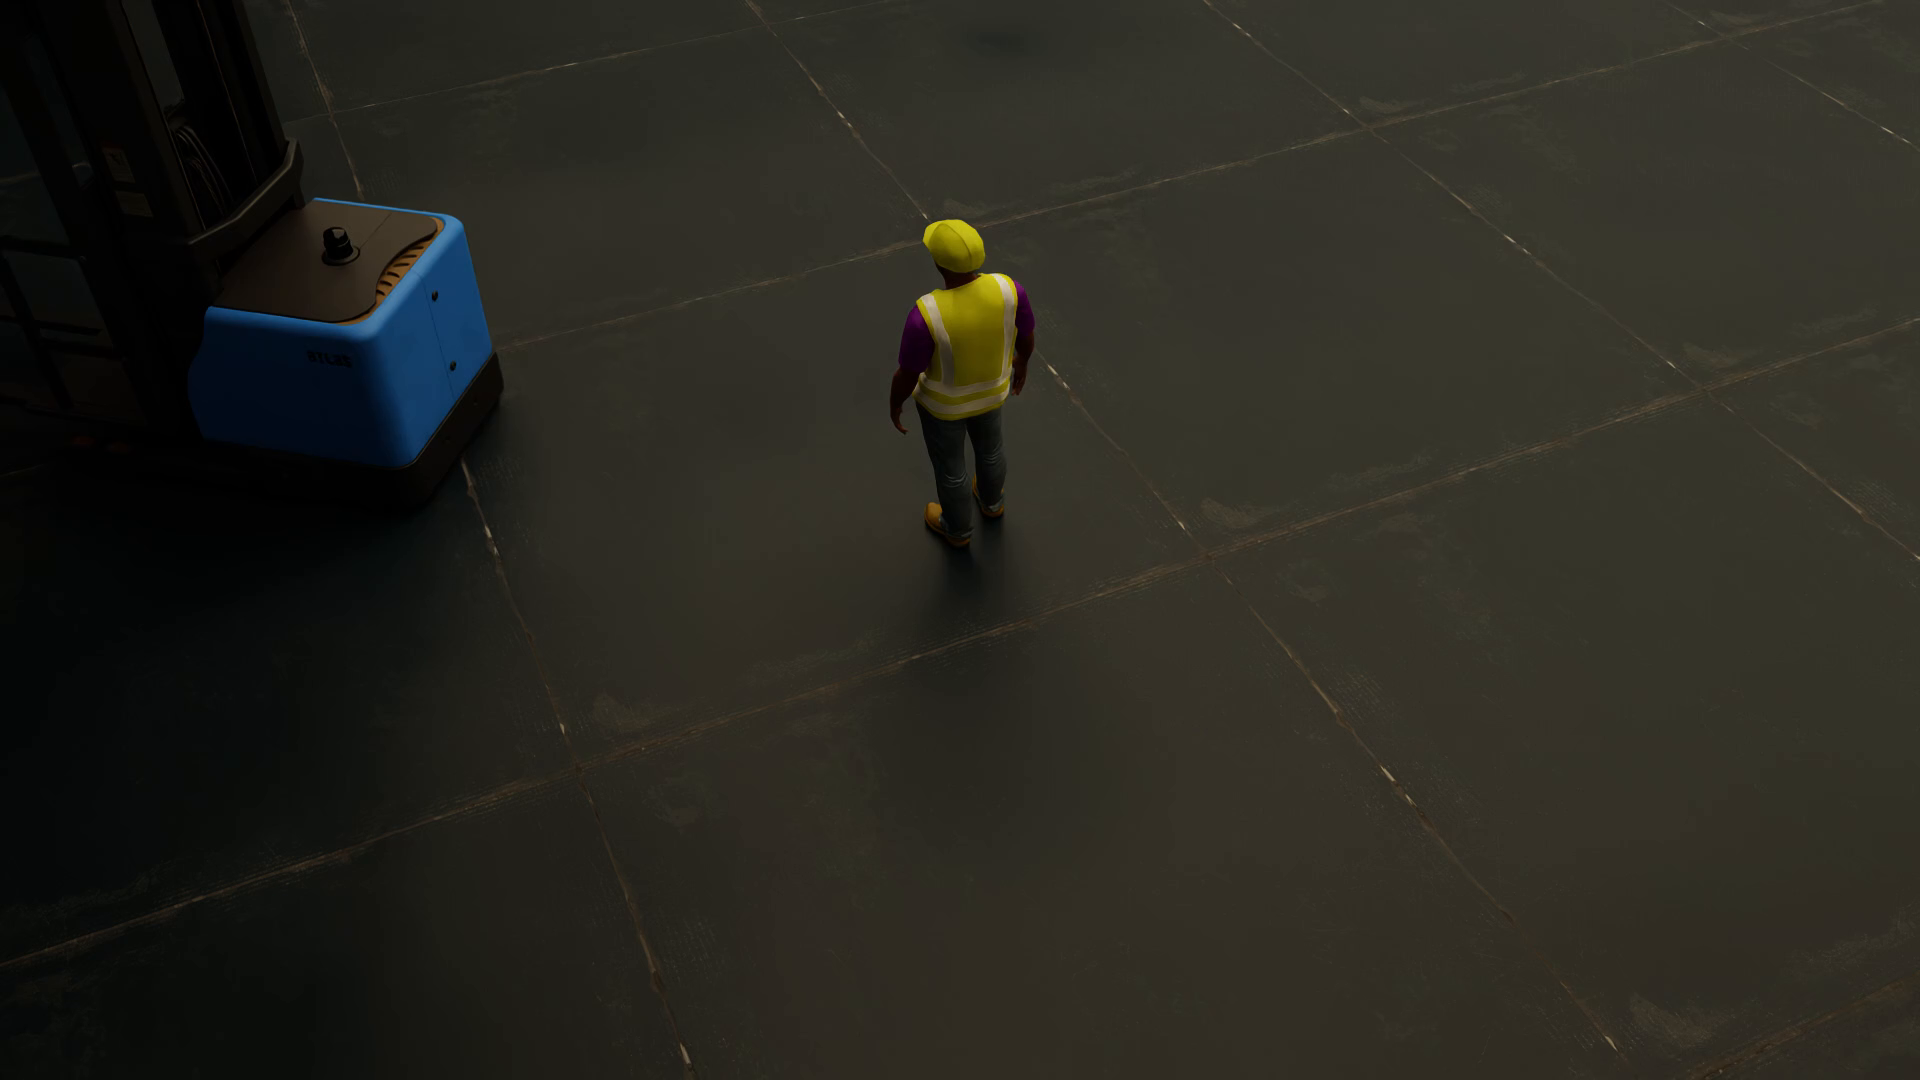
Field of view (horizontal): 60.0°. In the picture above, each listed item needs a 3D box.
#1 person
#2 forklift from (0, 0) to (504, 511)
[{"bbox_3d":[-0.024,-0.696,7.269,0.665,1.768,0.575,-18,46,-18],"label":"person"},{"bbox_3d":[-3.919,-1.735,7.539,3.031,2.935,1.130,9,44,9],"label":"forklift"}]
